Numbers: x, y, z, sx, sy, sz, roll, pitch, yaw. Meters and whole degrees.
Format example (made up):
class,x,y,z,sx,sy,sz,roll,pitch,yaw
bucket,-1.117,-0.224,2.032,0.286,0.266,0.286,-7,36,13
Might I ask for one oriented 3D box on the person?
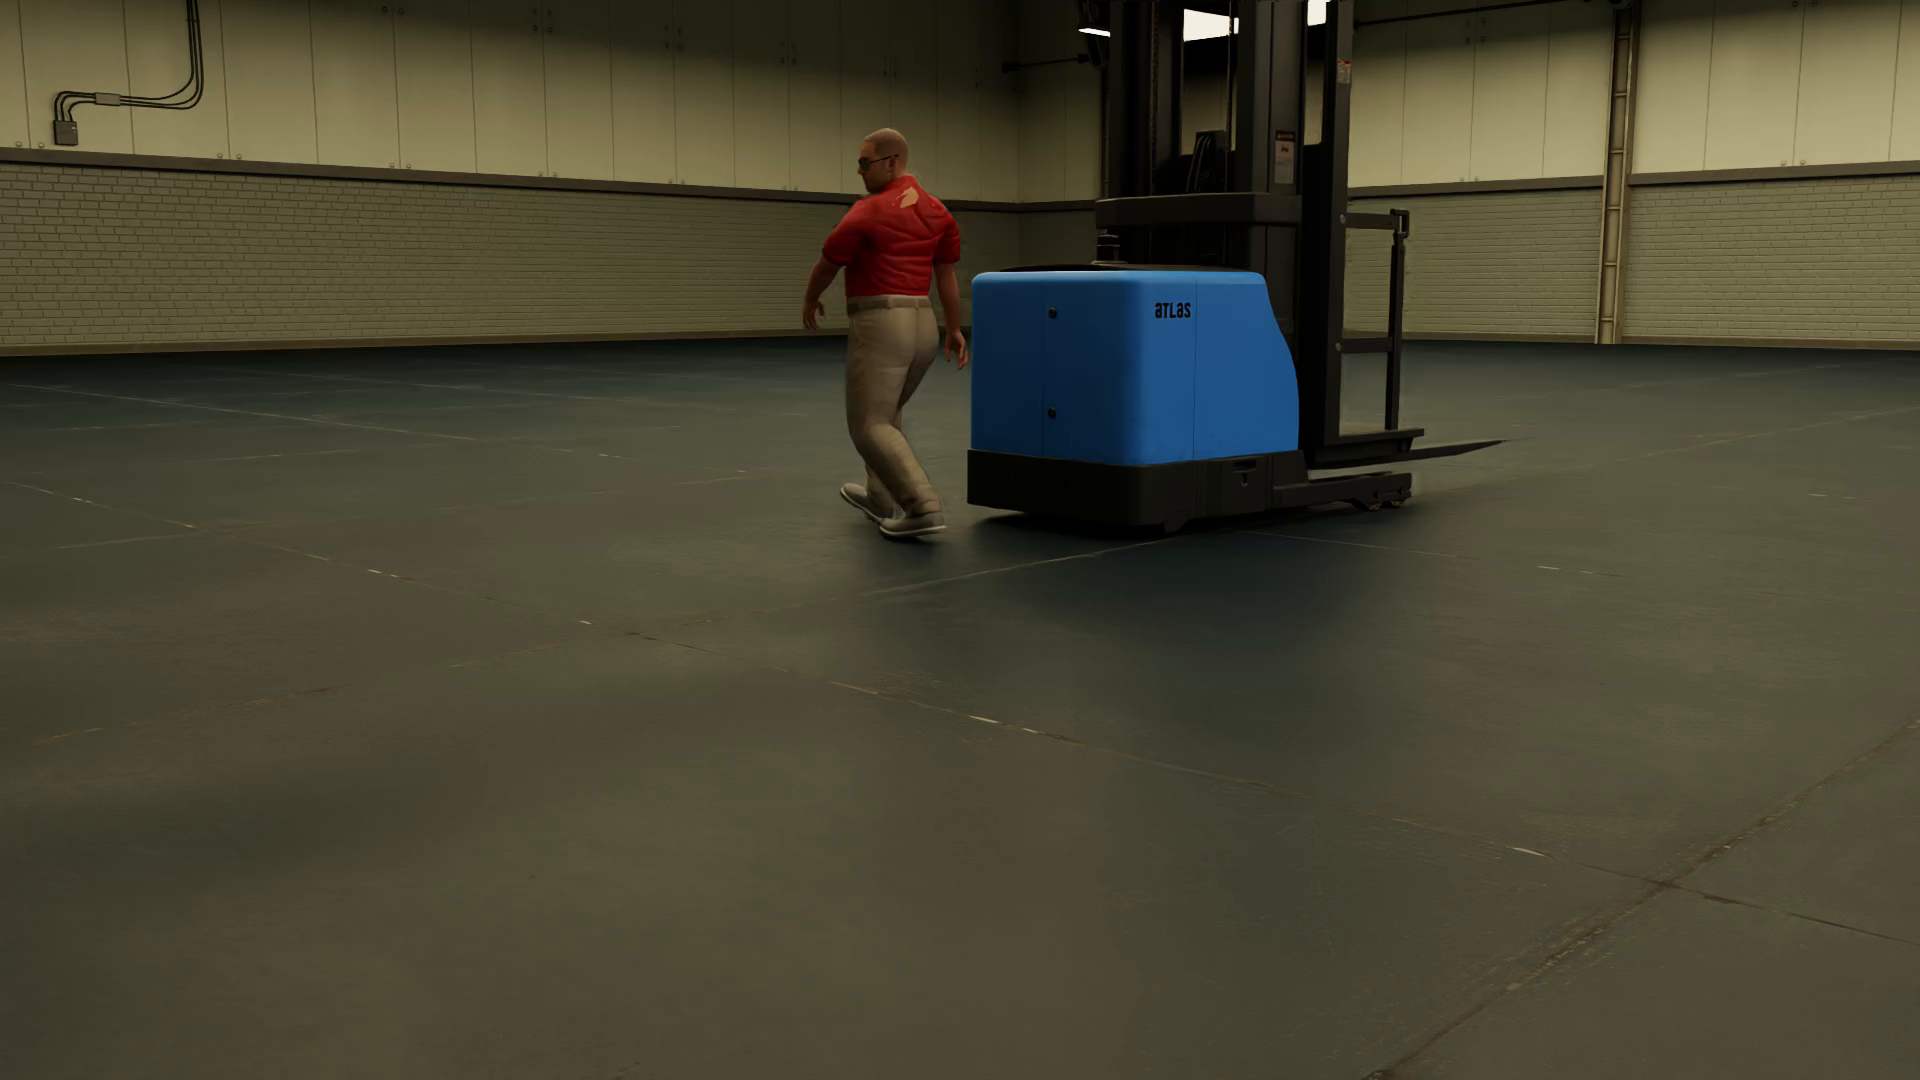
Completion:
class,x,y,z,sx,sy,sz,roll,pitch,yaw
person,-0.285,-0.857,6.937,0.824,1.652,0.709,6,10,35

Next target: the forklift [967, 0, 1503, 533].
class,x,y,z,sx,sy,sz,roll,pitch,yaw
forklift,1.472,-1.634,7.727,3.031,2.935,1.130,-7,11,-41
